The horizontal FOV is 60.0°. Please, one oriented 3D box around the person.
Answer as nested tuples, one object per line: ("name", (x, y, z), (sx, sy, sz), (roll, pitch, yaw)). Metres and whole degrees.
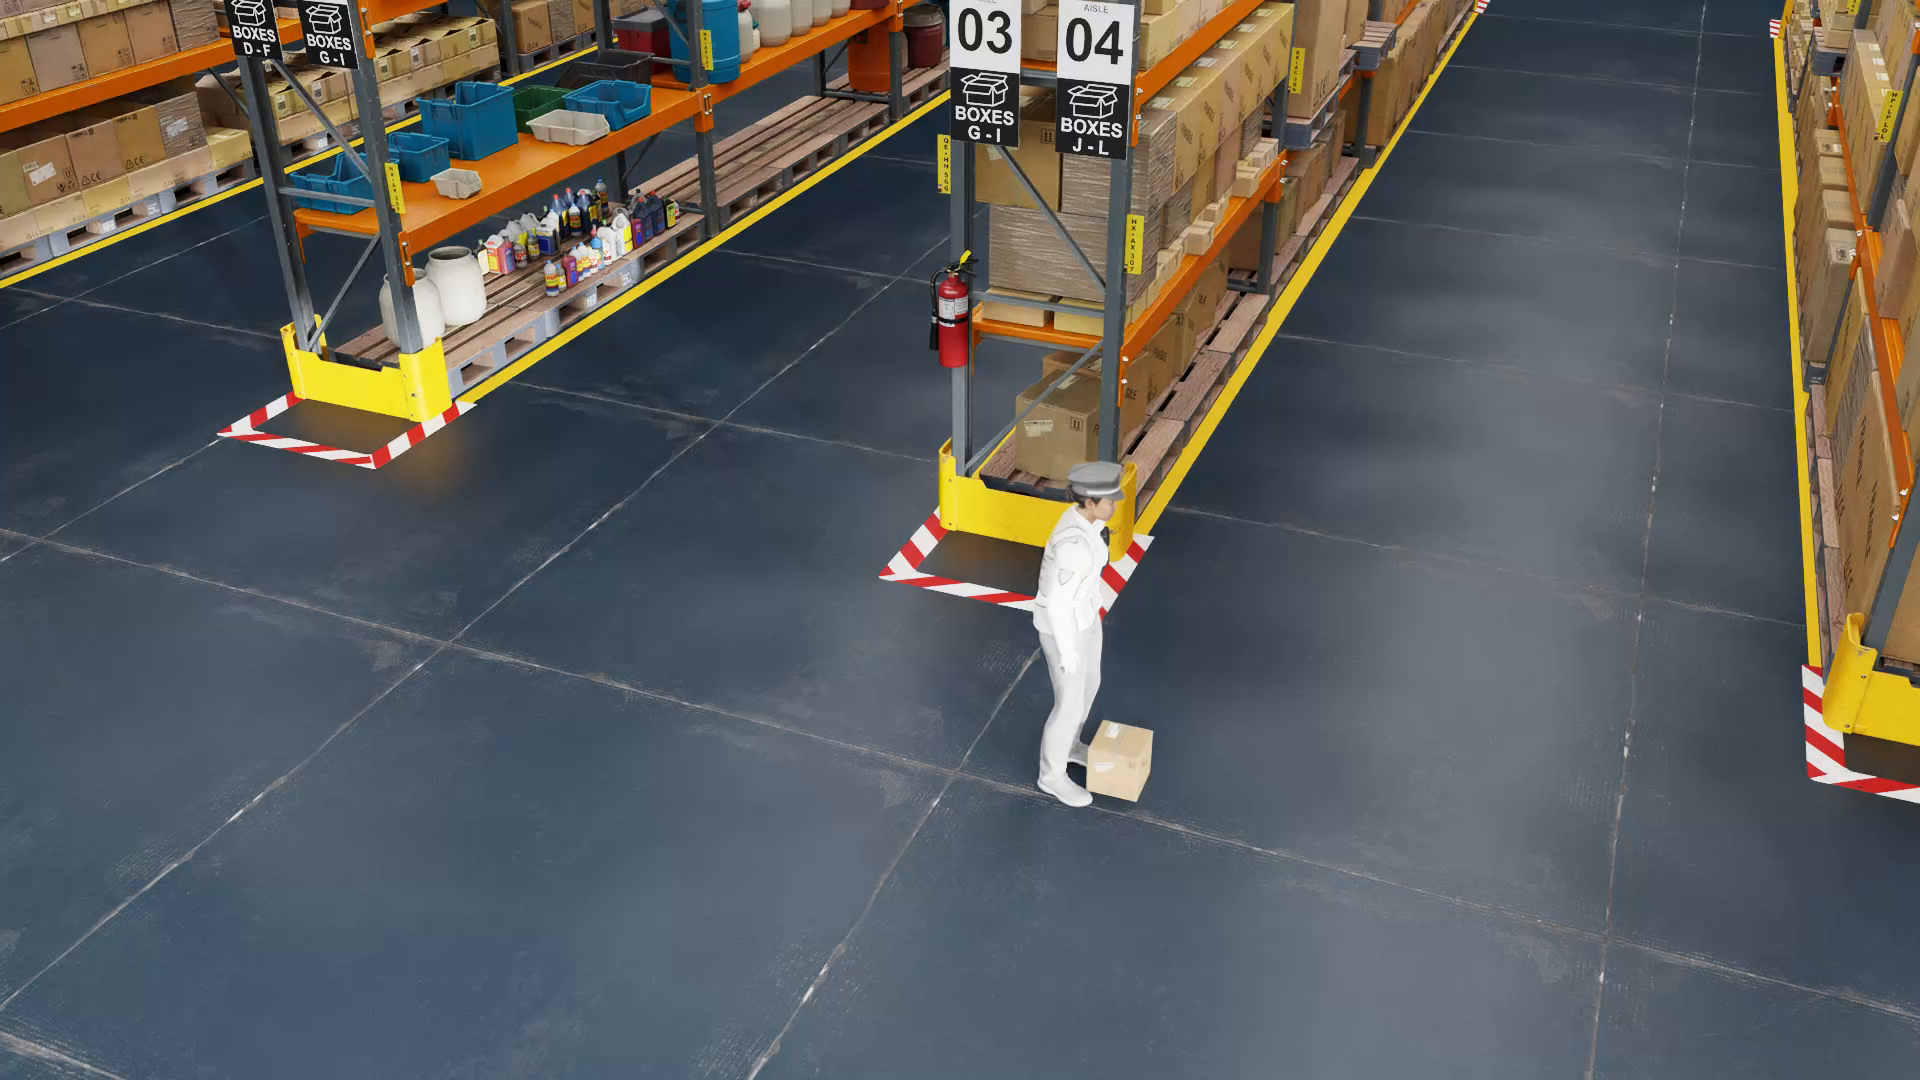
("person", (0.537, 0.401, 7.688), (0.374, 1.661, 0.534), (10, 31, 16))
